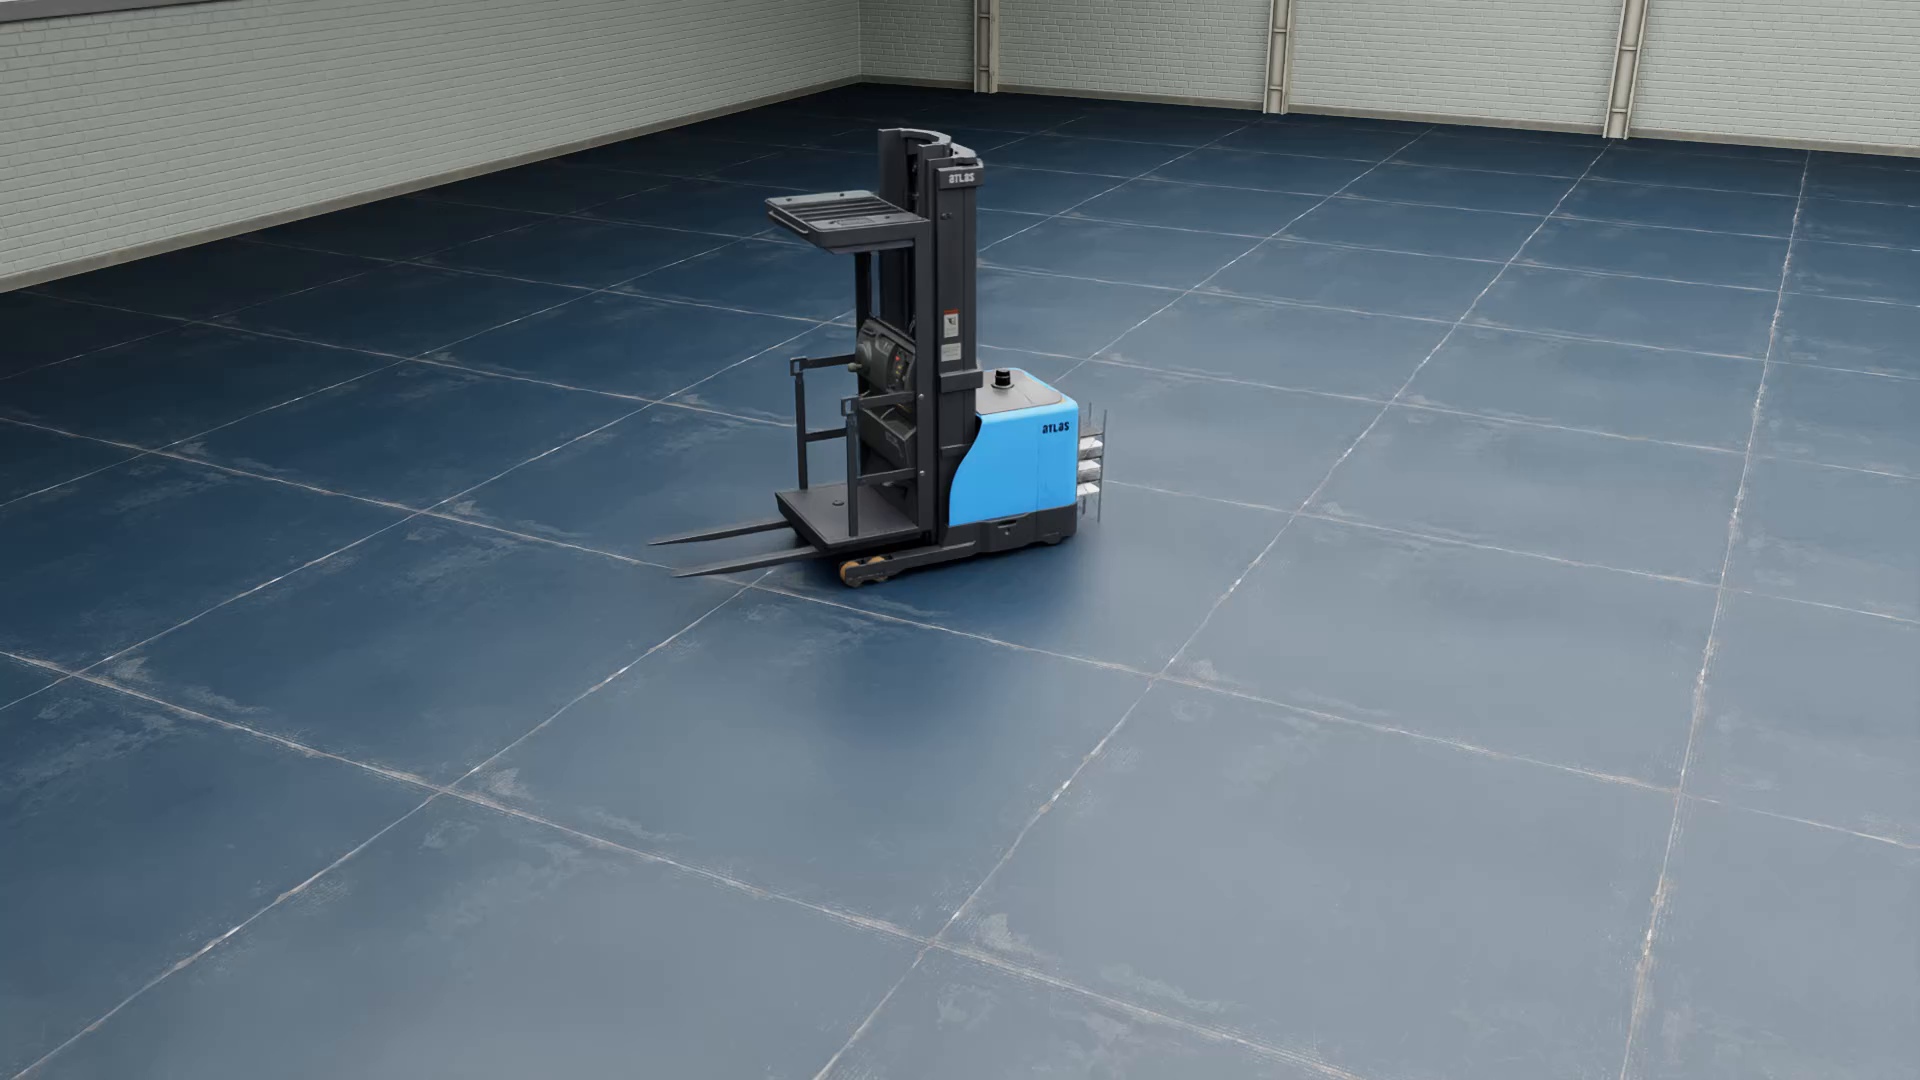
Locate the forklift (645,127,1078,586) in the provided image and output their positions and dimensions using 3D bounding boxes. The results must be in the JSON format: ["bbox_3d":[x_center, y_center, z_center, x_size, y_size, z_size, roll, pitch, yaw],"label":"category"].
[{"bbox_3d":[-0.700,-1.265,11.480,3.031,2.935,1.130,-10,25,-23],"label":"forklift"}]

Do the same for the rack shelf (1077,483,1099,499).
[{"bbox_3d":[0.905,-0.362,12.484,0.258,0.077,0.200,-11,26,-27],"label":"rack shelf"}]

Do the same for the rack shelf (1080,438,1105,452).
[{"bbox_3d":[0.915,-0.693,12.343,0.258,0.077,0.200,-11,26,-27],"label":"rack shelf"}]

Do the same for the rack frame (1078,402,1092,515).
[{"bbox_3d":[0.862,-0.594,12.482,0.240,0.900,0.006,-11,26,-27],"label":"rack frame"}]

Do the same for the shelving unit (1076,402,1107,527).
[{"bbox_3d":[0.911,-0.558,12.401,0.258,0.900,0.210,-11,26,-27],"label":"shelving unit"}]

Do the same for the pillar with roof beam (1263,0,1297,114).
[{"bbox_3d":[3.934,-10.599,25.674,0.400,9.000,9.100,11,25,25],"label":"pillar with roof beam"}]

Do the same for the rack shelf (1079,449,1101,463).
[{"bbox_3d":[0.912,-0.610,12.378,0.258,0.077,0.200,-11,26,-27],"label":"rack shelf"}]

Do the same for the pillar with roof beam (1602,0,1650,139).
[{"bbox_3d":[9.288,-9.540,23.183,0.400,9.000,9.100,11,25,25],"label":"pillar with roof beam"}]

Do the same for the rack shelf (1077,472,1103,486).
[{"bbox_3d":[0.907,-0.445,12.449,0.258,0.077,0.200,-11,26,-27],"label":"rack shelf"}]

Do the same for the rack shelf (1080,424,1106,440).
[{"bbox_3d":[0.917,-0.776,12.308,0.258,0.077,0.200,-11,26,-27],"label":"rack shelf"}]

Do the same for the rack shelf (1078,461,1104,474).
[{"bbox_3d":[0.910,-0.527,12.414,0.258,0.077,0.200,-11,26,-27],"label":"rack shelf"}]

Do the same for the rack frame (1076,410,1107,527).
[{"bbox_3d":[0.959,-0.522,12.319,0.240,0.900,0.006,-11,26,-27],"label":"rack frame"}]

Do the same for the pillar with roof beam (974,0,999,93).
[{"bbox_3d":[-1.421,-11.658,28.165,0.400,9.000,9.100,11,25,25],"label":"pillar with roof beam"}]
